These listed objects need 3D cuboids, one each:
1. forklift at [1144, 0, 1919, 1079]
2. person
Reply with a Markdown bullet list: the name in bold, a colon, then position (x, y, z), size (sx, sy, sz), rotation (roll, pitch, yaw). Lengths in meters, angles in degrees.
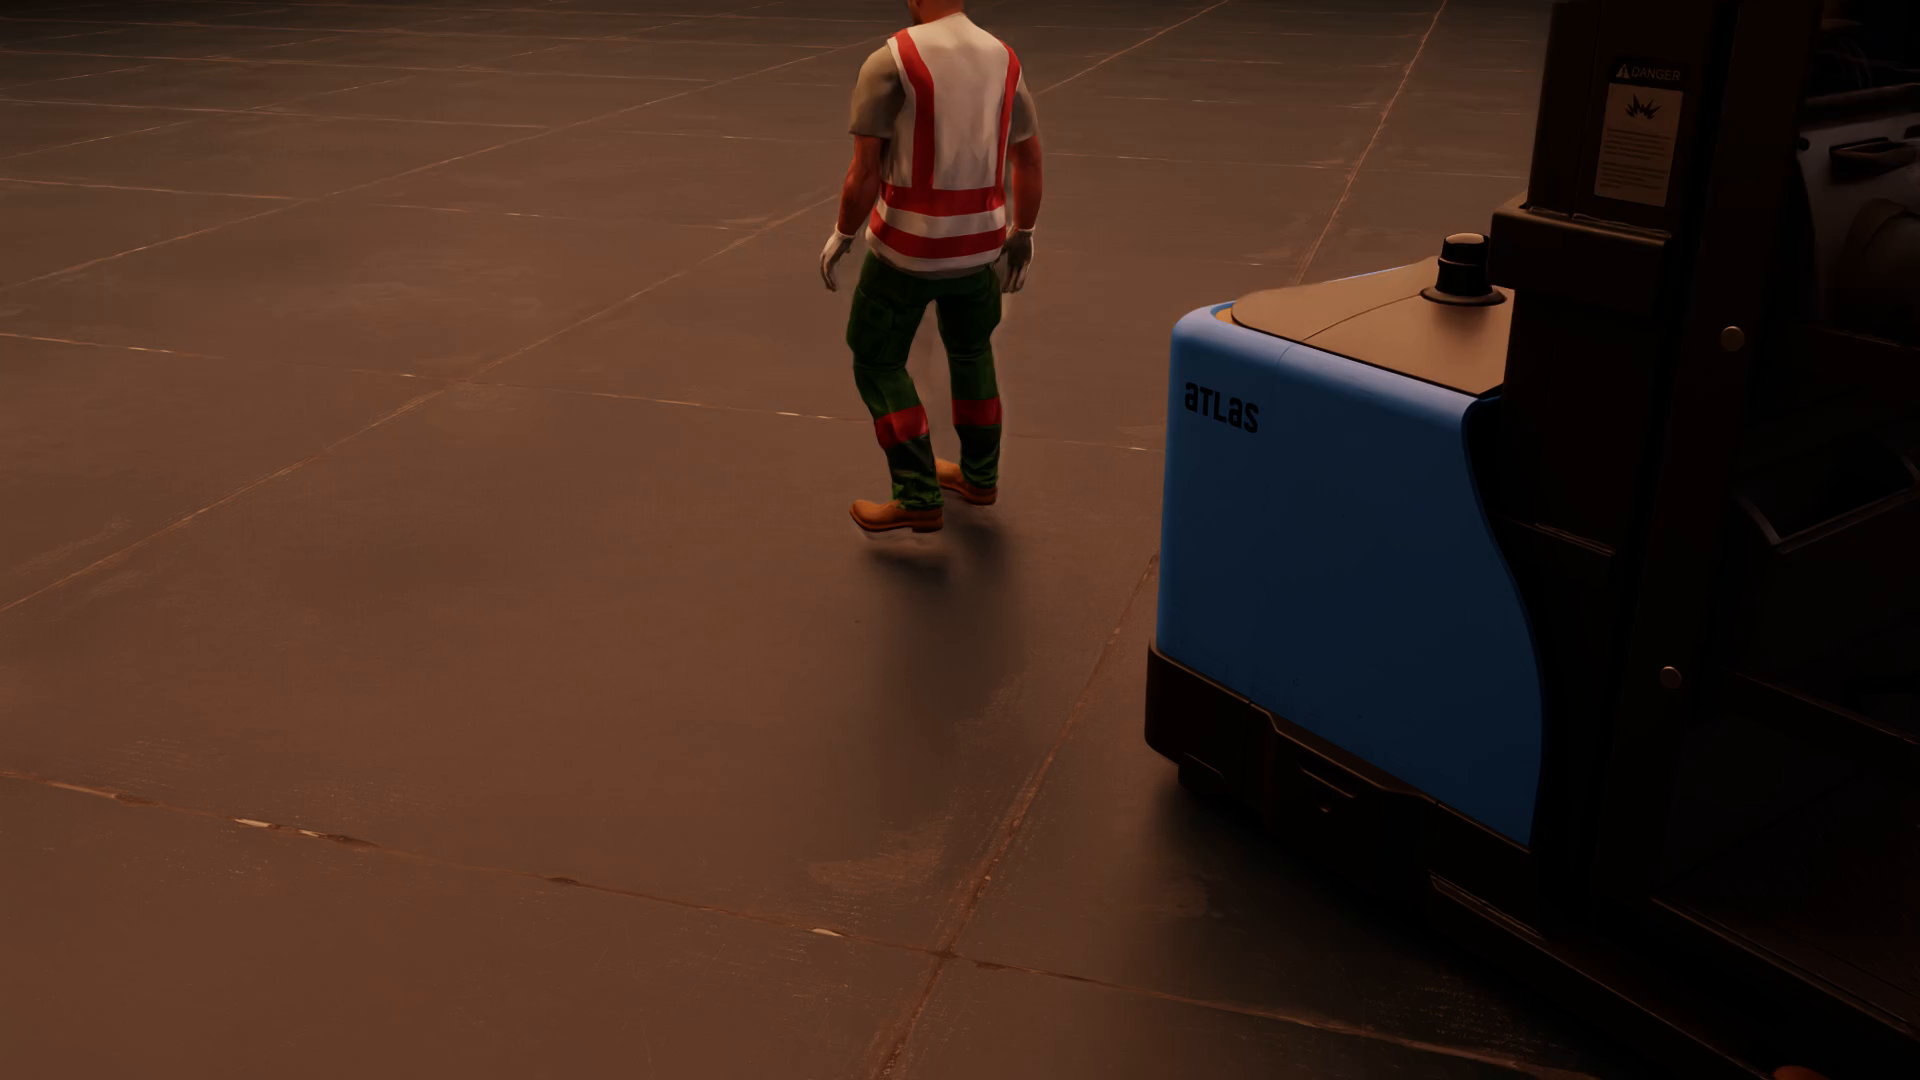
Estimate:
- **forklift**: position (1.696, -0.491, 2.469), size (1.130, 2.935, 3.031), rotation (-15, 27, -33)
- **person**: position (-0.093, -0.881, 4.883), size (0.693, 1.745, 0.551), rotation (-13, 26, -29)
